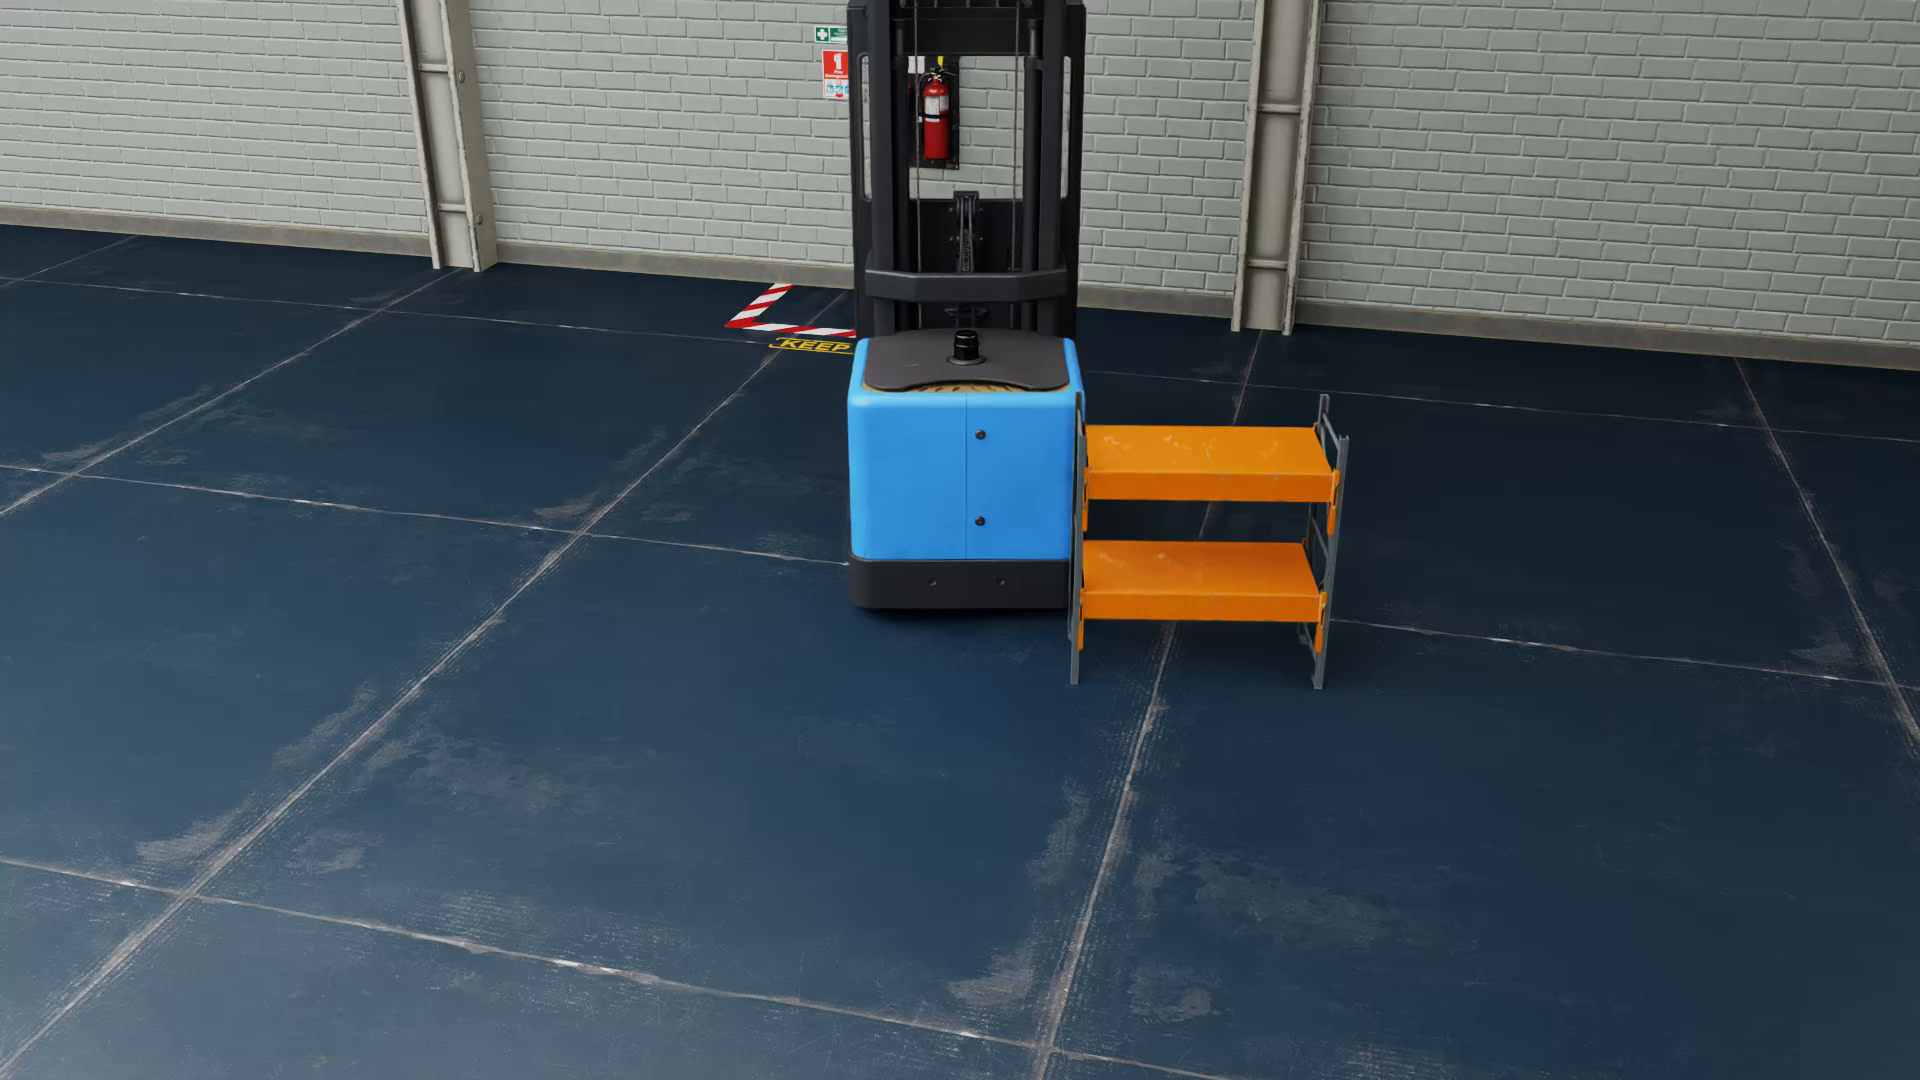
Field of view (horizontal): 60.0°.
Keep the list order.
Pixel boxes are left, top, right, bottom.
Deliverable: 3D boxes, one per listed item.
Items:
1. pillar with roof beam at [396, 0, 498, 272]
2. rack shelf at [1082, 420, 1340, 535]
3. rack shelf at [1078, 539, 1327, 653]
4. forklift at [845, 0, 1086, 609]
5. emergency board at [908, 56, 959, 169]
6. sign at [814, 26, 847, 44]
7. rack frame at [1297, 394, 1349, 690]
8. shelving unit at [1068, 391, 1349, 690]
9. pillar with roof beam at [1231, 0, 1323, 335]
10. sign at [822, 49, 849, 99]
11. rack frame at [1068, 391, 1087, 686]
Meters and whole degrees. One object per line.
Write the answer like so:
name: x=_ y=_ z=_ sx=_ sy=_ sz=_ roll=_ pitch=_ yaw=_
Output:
pillar with roof beam: x=-4.825 y=-4.367 z=6.954 sx=0.400 sy=9.000 sz=9.100 roll=6 pitch=26 yaw=13
rack shelf: x=0.996 y=-0.262 z=6.811 sx=1.000 sy=0.278 sz=0.538 roll=1 pitch=25 yaw=2
rack shelf: x=0.996 y=0.223 z=7.042 sx=1.000 sy=0.278 sz=0.538 roll=1 pitch=25 yaw=2
forklift: x=0.028 y=-1.602 z=8.205 sx=1.130 sy=2.935 sz=3.031 roll=0 pitch=25 yaw=0
emergency board: x=-0.326 y=-3.089 z=11.248 sx=0.643 sy=1.169 sz=0.194 roll=6 pitch=26 yaw=13
sign: x=-0.833 y=-3.442 z=11.332 sx=0.331 sy=0.109 sz=0.001 roll=6 pitch=26 yaw=13
rack frame: x=1.504 y=0.009 z=6.922 sx=0.032 sy=1.125 sz=0.500 roll=1 pitch=25 yaw=2
shelving unit: x=0.996 y=0.002 z=6.937 sx=1.048 sy=1.125 sz=0.538 roll=1 pitch=25 yaw=2
pillar with roof beam: x=0.986 y=-3.725 z=5.605 sx=0.400 sy=9.000 sz=9.100 roll=6 pitch=26 yaw=13
sign: x=-0.836 y=-3.207 z=11.455 sx=0.234 sy=0.329 sz=0.001 roll=6 pitch=26 yaw=13
rack frame: x=0.488 y=-0.005 z=6.951 sx=0.032 sy=1.125 sz=0.500 roll=1 pitch=25 yaw=2
